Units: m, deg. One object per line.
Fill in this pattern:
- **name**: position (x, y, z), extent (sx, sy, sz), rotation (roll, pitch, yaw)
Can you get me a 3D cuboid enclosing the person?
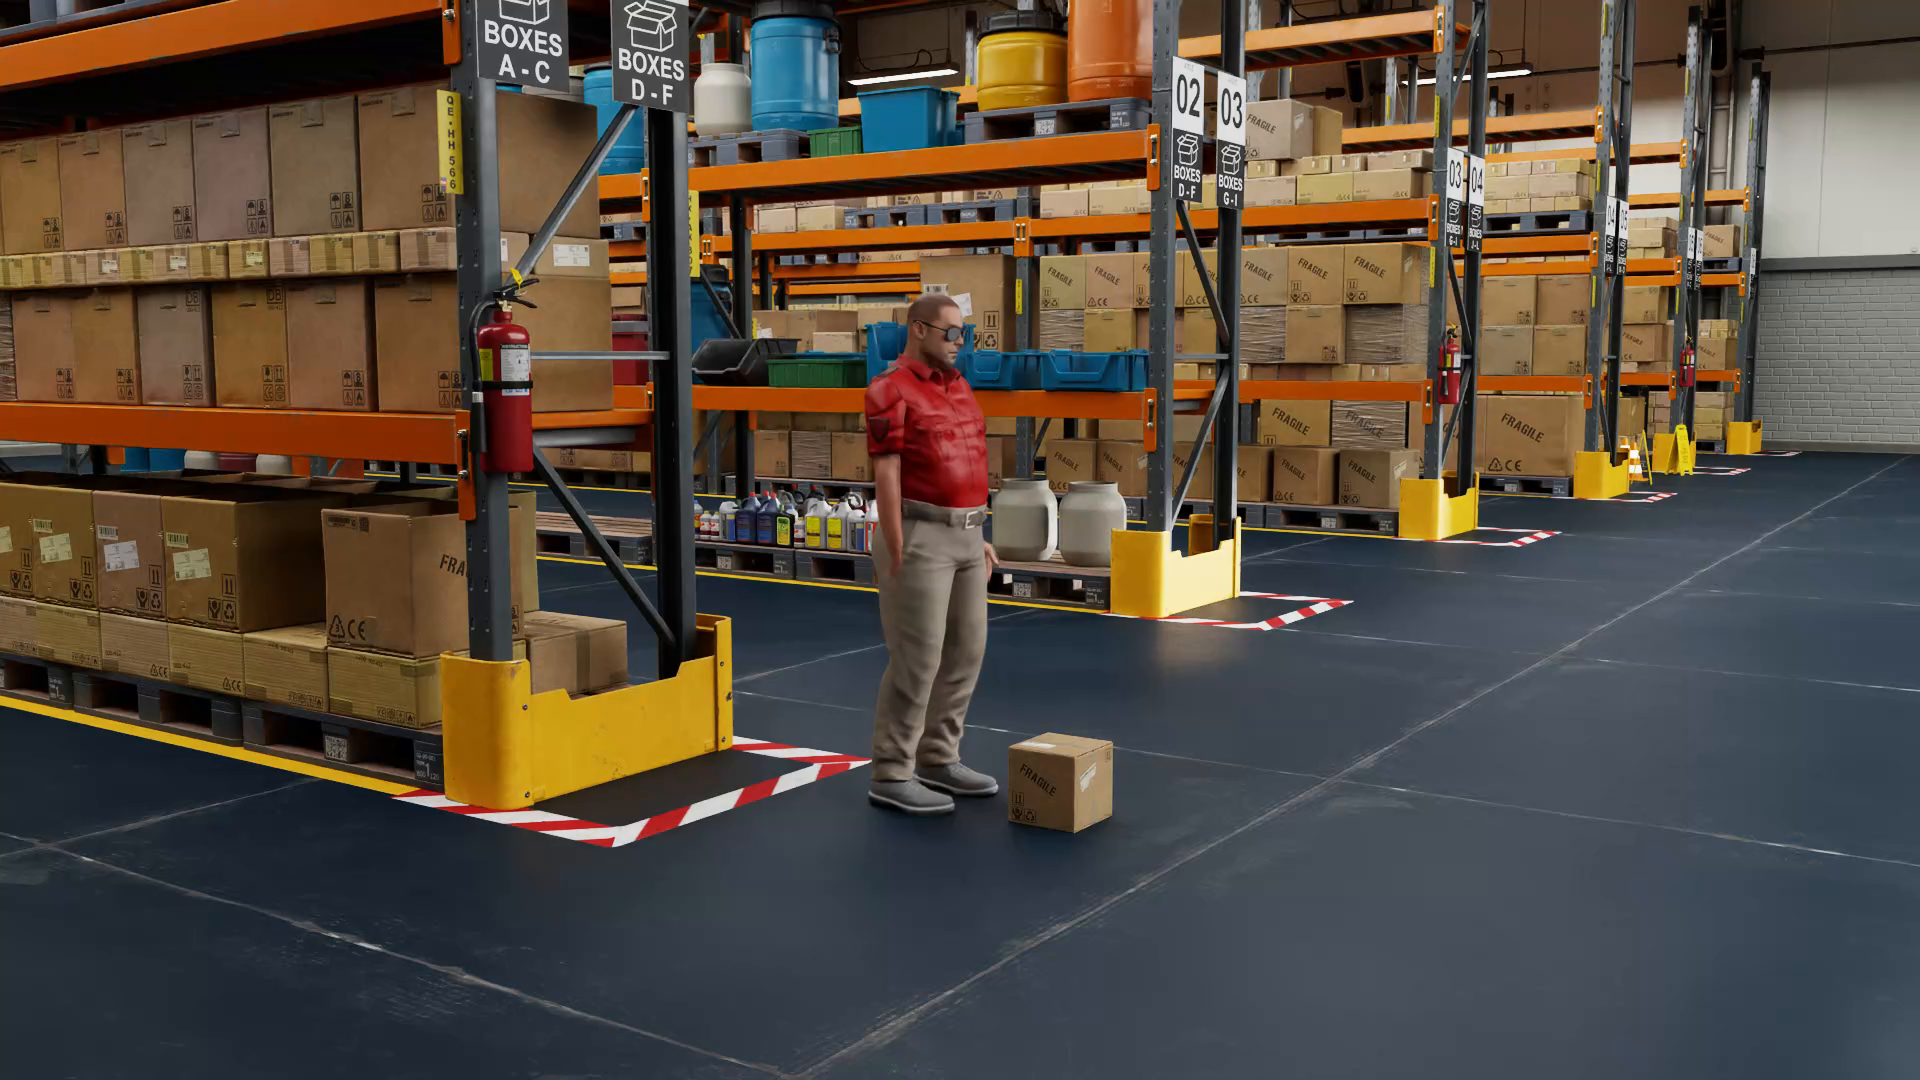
- **person**: position (-0.073, 0.030, 5.627), extent (0.359, 1.721, 0.529), rotation (4, 8, 35)
